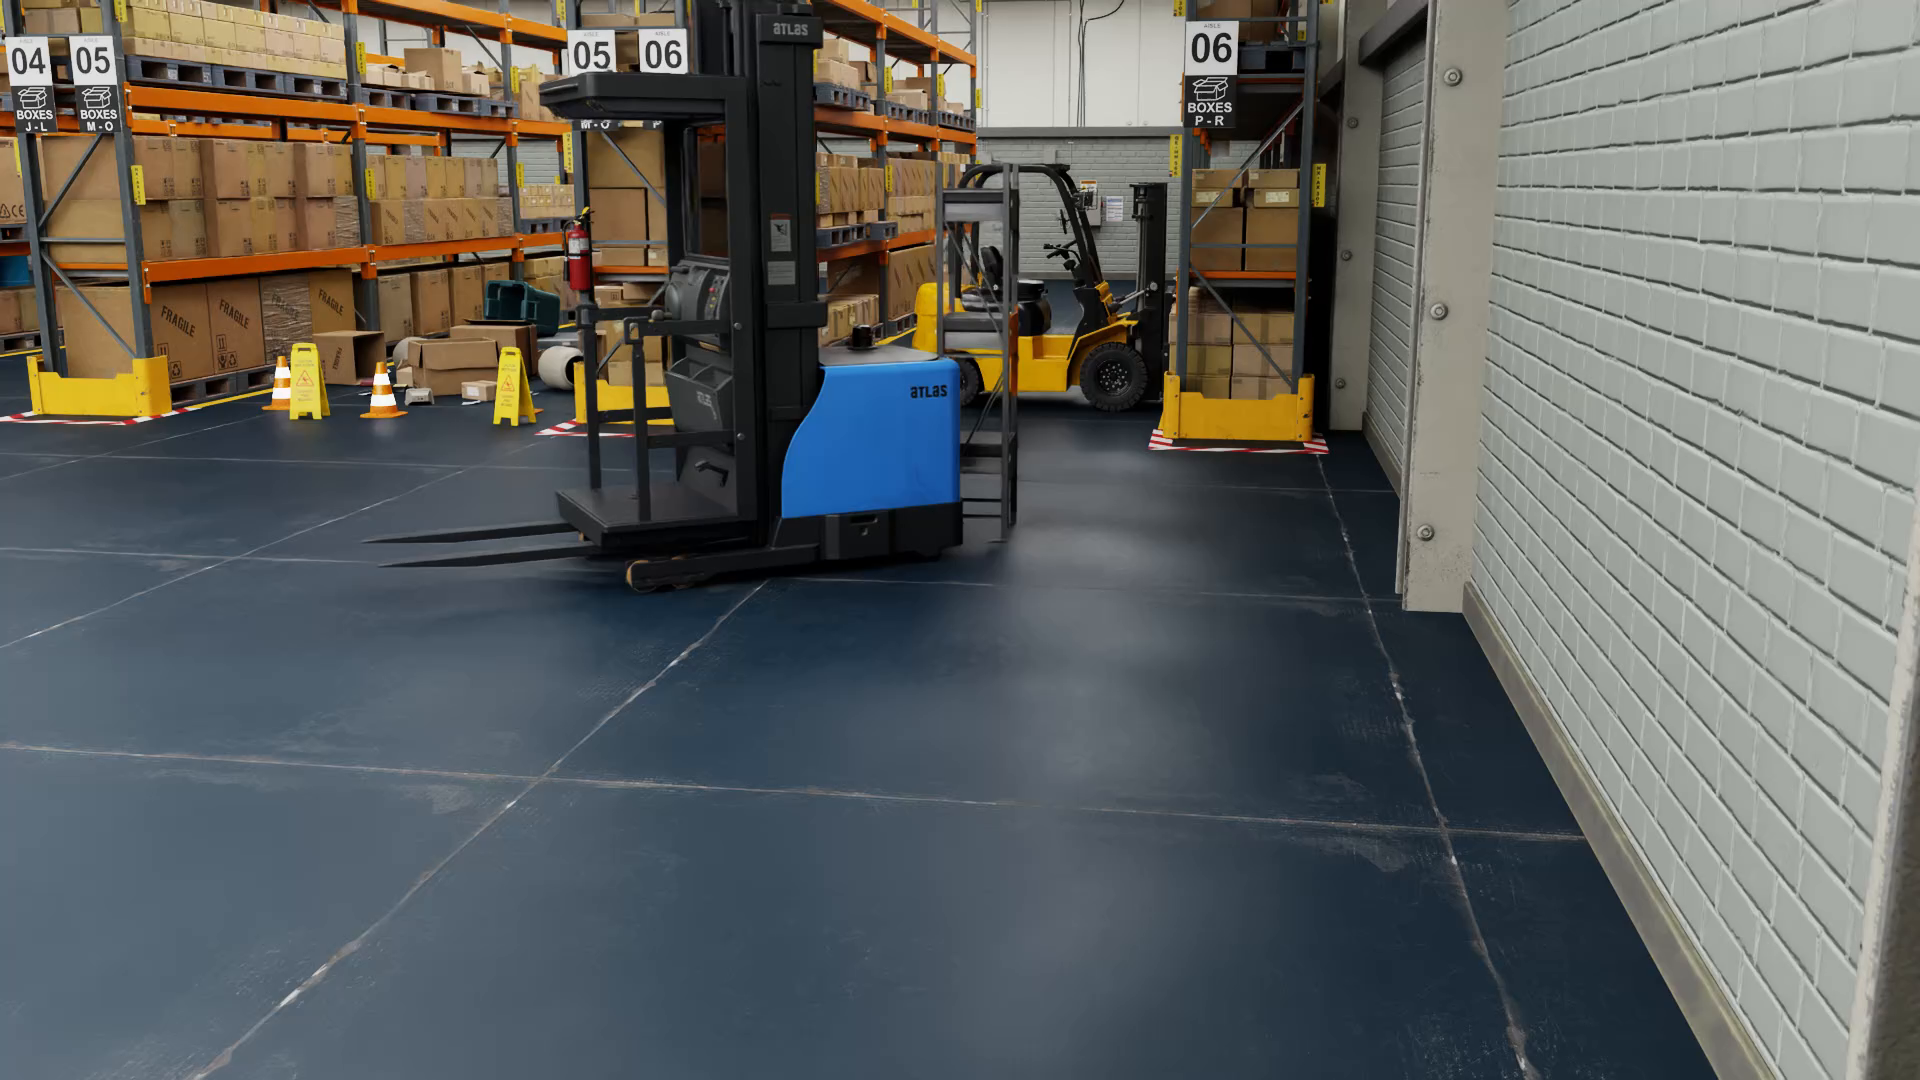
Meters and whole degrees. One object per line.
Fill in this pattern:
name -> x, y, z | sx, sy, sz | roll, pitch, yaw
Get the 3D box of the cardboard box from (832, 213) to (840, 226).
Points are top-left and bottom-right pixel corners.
cardboard box -> -1.573, -3.646, 18.889 | 0.380, 0.149, 0.250 | 2, 12, 10

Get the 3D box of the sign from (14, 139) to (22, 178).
sign -> -8.122, -3.302, 14.384 | 0.100, 0.325, 0.005 | 2, 12, 9

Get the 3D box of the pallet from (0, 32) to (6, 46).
pallet -> -15.619, -7.912, 26.242 | 1.003, 0.211, 1.213 | 2, 12, 9

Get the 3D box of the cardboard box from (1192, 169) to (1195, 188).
cardboard box -> 2.078, -2.945, 13.557 | 0.380, 0.149, 0.250 | 2, 12, 9

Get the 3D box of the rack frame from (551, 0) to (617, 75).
rack frame -> -5.743, -8.030, 25.395 | 1.000, 3.000, 0.127 | 2, 12, 9

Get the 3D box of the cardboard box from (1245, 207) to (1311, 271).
cardboard box -> 2.574, -2.443, 13.473 | 0.500, 0.500, 0.500 | 2, 12, 10

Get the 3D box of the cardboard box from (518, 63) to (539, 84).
cardboard box -> -5.944, -6.337, 22.604 | 0.396, 0.266, 0.258 | 2, 12, 9

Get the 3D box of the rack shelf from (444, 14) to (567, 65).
rack shelf -> -6.050, -7.067, 23.582 | 1.077, 0.370, 4.000 | 2, 12, 9

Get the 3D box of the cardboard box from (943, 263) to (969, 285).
cardboard box -> -0.356, -4.412, 27.932 | 0.875, 0.438, 0.875 | 2, 12, 10

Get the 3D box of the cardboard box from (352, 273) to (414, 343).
cardboard box -> -6.966, -2.670, 19.106 | 1.050, 0.750, 0.750 | 2, 12, 8

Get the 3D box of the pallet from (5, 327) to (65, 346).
pallet -> -11.555, -2.668, 21.371 | 1.003, 0.211, 1.213 | 2, 12, 9

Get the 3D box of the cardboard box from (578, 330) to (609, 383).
cardboard box -> -3.575, -1.893, 17.086 | 0.500, 0.500, 0.500 | -10, 16, -40

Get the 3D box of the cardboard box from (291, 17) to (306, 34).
cardboard box -> -6.831, -5.177, 16.743 | 0.380, 0.149, 0.250 | 2, 12, 10

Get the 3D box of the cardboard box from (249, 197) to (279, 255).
cardboard box -> -7.262, -3.091, 16.361 | 0.875, 0.550, 0.500 | 2, 12, 9

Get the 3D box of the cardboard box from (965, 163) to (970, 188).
cardboard box -> -0.111, -6.111, 28.118 | 0.500, 0.500, 0.500 | 2, 12, 9

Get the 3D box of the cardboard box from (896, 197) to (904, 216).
cardboard box -> -1.049, -4.502, 22.432 | 0.500, 0.250, 0.500 | 2, 12, 10

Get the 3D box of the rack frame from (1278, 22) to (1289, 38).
rack frame -> 2.836, -6.066, 16.279 | 0.949, 2.616, 0.053 | 2, 12, 9

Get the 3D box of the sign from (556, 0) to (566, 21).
sign -> -3.227, -4.382, 13.483 | 0.100, 0.325, 0.005 | 2, 12, 9

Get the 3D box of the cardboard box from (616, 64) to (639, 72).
cardboard box -> -2.903, -3.887, 13.887 | 0.380, 0.149, 0.250 | 2, 12, 9

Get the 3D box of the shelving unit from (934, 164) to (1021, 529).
shelving unit -> 0.104, -1.071, 9.480 | 0.431, 2.100, 0.499 | 2, 12, 7

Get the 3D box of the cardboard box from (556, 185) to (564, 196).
cardboard box -> -5.895, -5.002, 23.770 | 0.380, 0.149, 0.250 | 2, 12, 10

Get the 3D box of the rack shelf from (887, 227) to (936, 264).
rack shelf -> -1.143, -4.190, 23.525 | 1.077, 0.370, 4.000 | 2, 12, 9

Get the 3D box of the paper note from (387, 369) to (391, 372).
paper note -> -6.181, -1.812, 17.827 | 0.147, 0.020, 0.142 | -7, 14, -30

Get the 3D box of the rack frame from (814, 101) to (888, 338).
rack frame -> -1.451, -4.126, 21.517 | 1.000, 3.000, 0.127 | 2, 12, 9

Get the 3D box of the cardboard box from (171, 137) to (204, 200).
cardboard box -> -7.499, -3.394, 15.205 | 0.875, 0.550, 0.550 | 2, 12, 9

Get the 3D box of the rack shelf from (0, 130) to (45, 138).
rack shelf -> -15.830, -6.138, 25.443 | 1.077, 0.370, 4.000 | 2, 12, 9

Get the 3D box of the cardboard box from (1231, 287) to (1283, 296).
cardboard box -> 2.954, -2.374, 16.546 | 0.500, 0.250, 0.500 | 2, 12, 10

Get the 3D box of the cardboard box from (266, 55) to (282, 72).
cardboard box -> -6.907, -4.679, 16.325 | 0.380, 0.149, 0.250 | 2, 12, 8

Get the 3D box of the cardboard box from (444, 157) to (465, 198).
cardboard box -> -6.590, -4.497, 20.631 | 0.700, 0.500, 0.500 | 2, 12, 8

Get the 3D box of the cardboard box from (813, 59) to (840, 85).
cardboard box -> -1.580, -5.000, 17.813 | 0.500, 0.250, 0.500 | 2, 12, 7

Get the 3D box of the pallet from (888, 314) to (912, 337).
pallet -> -1.255, -2.924, 22.561 | 1.003, 0.211, 1.213 | 2, 12, 9

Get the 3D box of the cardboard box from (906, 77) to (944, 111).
cardboard box -> -0.538, -6.843, 25.536 | 0.500, 0.500, 0.500 | 2, 12, 10

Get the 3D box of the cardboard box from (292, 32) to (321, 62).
cardboard box -> -6.873, -5.009, 16.911 | 0.500, 0.250, 0.500 | 2, 12, 8

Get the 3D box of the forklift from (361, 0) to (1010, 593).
forklift -> -1.371, -1.313, 8.627 | 3.409, 2.935, 1.130 | -6, 13, -25

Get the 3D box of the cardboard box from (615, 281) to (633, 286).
cardboard box -> -5.371, -4.120, 26.554 | 0.380, 0.149, 0.250 | 2, 12, 11

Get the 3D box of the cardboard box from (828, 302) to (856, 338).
cardboard box -> -1.776, -2.618, 19.760 | 0.950, 0.372, 0.625 | 2, 12, 11

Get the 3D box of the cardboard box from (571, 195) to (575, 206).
cardboard box -> -5.808, -4.962, 24.290 | 0.380, 0.149, 0.250 | 2, 12, 9

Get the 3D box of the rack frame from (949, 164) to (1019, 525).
rack frame -> 0.135, -1.122, 9.714 | 0.400, 2.100, 0.015 | 2, 12, 7

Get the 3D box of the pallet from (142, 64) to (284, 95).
pallet -> -7.299, -4.432, 16.030 | 1.003, 0.211, 1.213 | 2, 12, 9

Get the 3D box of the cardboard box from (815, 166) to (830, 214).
cardboard box -> -1.711, -3.781, 17.977 | 0.500, 0.500, 0.500 | 2, 12, 10

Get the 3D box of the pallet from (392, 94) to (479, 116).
pallet -> -6.573, -5.270, 20.157 | 1.003, 0.211, 1.213 | 2, 12, 11

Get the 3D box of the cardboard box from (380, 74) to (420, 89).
cardboard box -> -6.500, -5.313, 19.270 | 0.380, 0.149, 0.250 | 2, 12, 9

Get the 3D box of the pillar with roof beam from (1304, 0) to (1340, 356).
pillar with roof beam -> -0.109, -6.737, 19.395 | 9.100, 9.000, 0.400 | 2, 12, 9

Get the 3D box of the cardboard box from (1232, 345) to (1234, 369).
cardboard box -> 2.567, -1.602, 14.149 | 0.500, 0.250, 0.500 | 2, 12, 8

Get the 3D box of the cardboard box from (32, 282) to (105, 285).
cardboard box -> -11.479, -3.066, 21.488 | 0.700, 0.500, 0.500 | 3, 13, 13

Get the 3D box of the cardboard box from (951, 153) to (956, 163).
cardboard box -> -0.278, -6.187, 26.931 | 0.380, 0.149, 0.250 | 2, 12, 9

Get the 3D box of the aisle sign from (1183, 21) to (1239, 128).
aisle sign -> 1.924, -3.567, 12.754 | 0.394, 0.787, 0.004 | 2, 12, 9

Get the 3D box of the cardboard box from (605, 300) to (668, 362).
cardboard box -> -2.816, -1.863, 14.769 | 0.500, 0.500, 0.500 | 2, 12, 9

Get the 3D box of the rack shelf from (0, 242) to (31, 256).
rack shelf -> -11.551, -3.679, 21.151 | 1.077, 0.370, 4.000 | 2, 12, 9
